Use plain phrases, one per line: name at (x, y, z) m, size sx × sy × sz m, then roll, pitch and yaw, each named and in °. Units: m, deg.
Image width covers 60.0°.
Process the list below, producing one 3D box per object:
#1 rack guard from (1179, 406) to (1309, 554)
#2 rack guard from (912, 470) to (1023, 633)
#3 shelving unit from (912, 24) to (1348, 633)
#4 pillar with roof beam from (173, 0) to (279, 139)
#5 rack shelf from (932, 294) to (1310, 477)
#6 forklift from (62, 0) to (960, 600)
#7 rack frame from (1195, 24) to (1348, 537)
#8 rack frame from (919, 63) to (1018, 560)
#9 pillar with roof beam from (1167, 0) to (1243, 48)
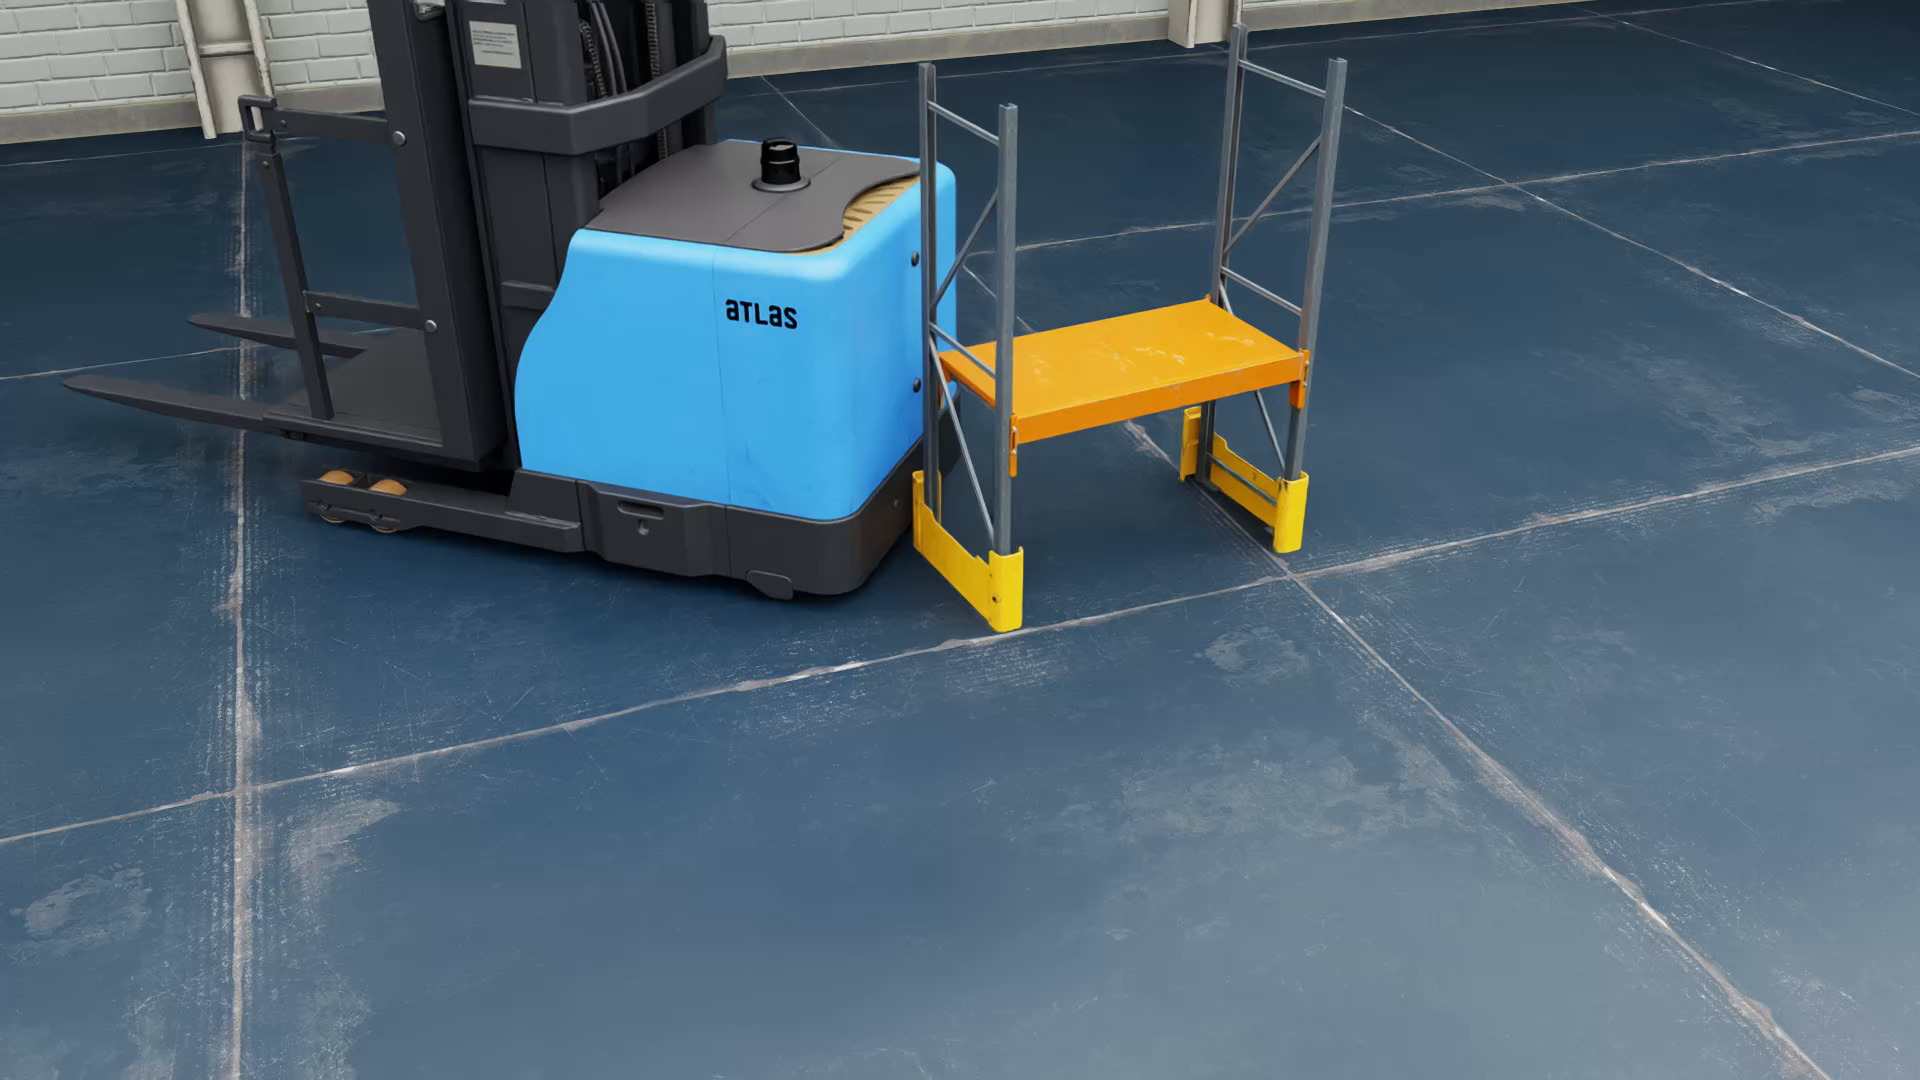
rack guard at (0.903, -0.201, 5.351) m, size 0.087 × 0.250 × 0.587 m, roll -14°, pitch 33°, yaw -23°
rack guard at (0.016, 0.023, 4.957) m, size 0.087 × 0.250 × 0.587 m, roll -14°, pitch 33°, yaw -23°
shelving unit at (0.460, -0.632, 4.845) m, size 1.083 × 1.500 × 0.587 m, roll -14°, pitch 33°, yaw -23°
pillar with roof beam at (-2.501, -4.214, 3.557) m, size 0.400 × 9.000 × 9.100 m, roll -10°, pitch 31°, yaw -18°
rack shelf at (0.468, -0.478, 4.938) m, size 1.000 × 0.185 × 0.538 m, roll -14°, pitch 33°, yaw -23°
forklift at (-1.573, -1.530, 4.974) m, size 3.031 × 2.935 × 1.130 m, roll 10°, pitch 31°, yaw 17°
rack frame at (0.921, -0.749, 5.049) m, size 0.032 × 1.500 × 0.500 m, roll -14°, pitch 33°, yaw -23°
rack frame at (0.015, -0.520, 4.648) m, size 0.032 × 1.500 × 0.500 m, roll -14°, pitch 33°, yaw -23°
pillar with roof beam at (3.123, -5.250, 5.374) m, size 0.400 × 9.000 × 9.100 m, roll -10°, pitch 31°, yaw -18°
